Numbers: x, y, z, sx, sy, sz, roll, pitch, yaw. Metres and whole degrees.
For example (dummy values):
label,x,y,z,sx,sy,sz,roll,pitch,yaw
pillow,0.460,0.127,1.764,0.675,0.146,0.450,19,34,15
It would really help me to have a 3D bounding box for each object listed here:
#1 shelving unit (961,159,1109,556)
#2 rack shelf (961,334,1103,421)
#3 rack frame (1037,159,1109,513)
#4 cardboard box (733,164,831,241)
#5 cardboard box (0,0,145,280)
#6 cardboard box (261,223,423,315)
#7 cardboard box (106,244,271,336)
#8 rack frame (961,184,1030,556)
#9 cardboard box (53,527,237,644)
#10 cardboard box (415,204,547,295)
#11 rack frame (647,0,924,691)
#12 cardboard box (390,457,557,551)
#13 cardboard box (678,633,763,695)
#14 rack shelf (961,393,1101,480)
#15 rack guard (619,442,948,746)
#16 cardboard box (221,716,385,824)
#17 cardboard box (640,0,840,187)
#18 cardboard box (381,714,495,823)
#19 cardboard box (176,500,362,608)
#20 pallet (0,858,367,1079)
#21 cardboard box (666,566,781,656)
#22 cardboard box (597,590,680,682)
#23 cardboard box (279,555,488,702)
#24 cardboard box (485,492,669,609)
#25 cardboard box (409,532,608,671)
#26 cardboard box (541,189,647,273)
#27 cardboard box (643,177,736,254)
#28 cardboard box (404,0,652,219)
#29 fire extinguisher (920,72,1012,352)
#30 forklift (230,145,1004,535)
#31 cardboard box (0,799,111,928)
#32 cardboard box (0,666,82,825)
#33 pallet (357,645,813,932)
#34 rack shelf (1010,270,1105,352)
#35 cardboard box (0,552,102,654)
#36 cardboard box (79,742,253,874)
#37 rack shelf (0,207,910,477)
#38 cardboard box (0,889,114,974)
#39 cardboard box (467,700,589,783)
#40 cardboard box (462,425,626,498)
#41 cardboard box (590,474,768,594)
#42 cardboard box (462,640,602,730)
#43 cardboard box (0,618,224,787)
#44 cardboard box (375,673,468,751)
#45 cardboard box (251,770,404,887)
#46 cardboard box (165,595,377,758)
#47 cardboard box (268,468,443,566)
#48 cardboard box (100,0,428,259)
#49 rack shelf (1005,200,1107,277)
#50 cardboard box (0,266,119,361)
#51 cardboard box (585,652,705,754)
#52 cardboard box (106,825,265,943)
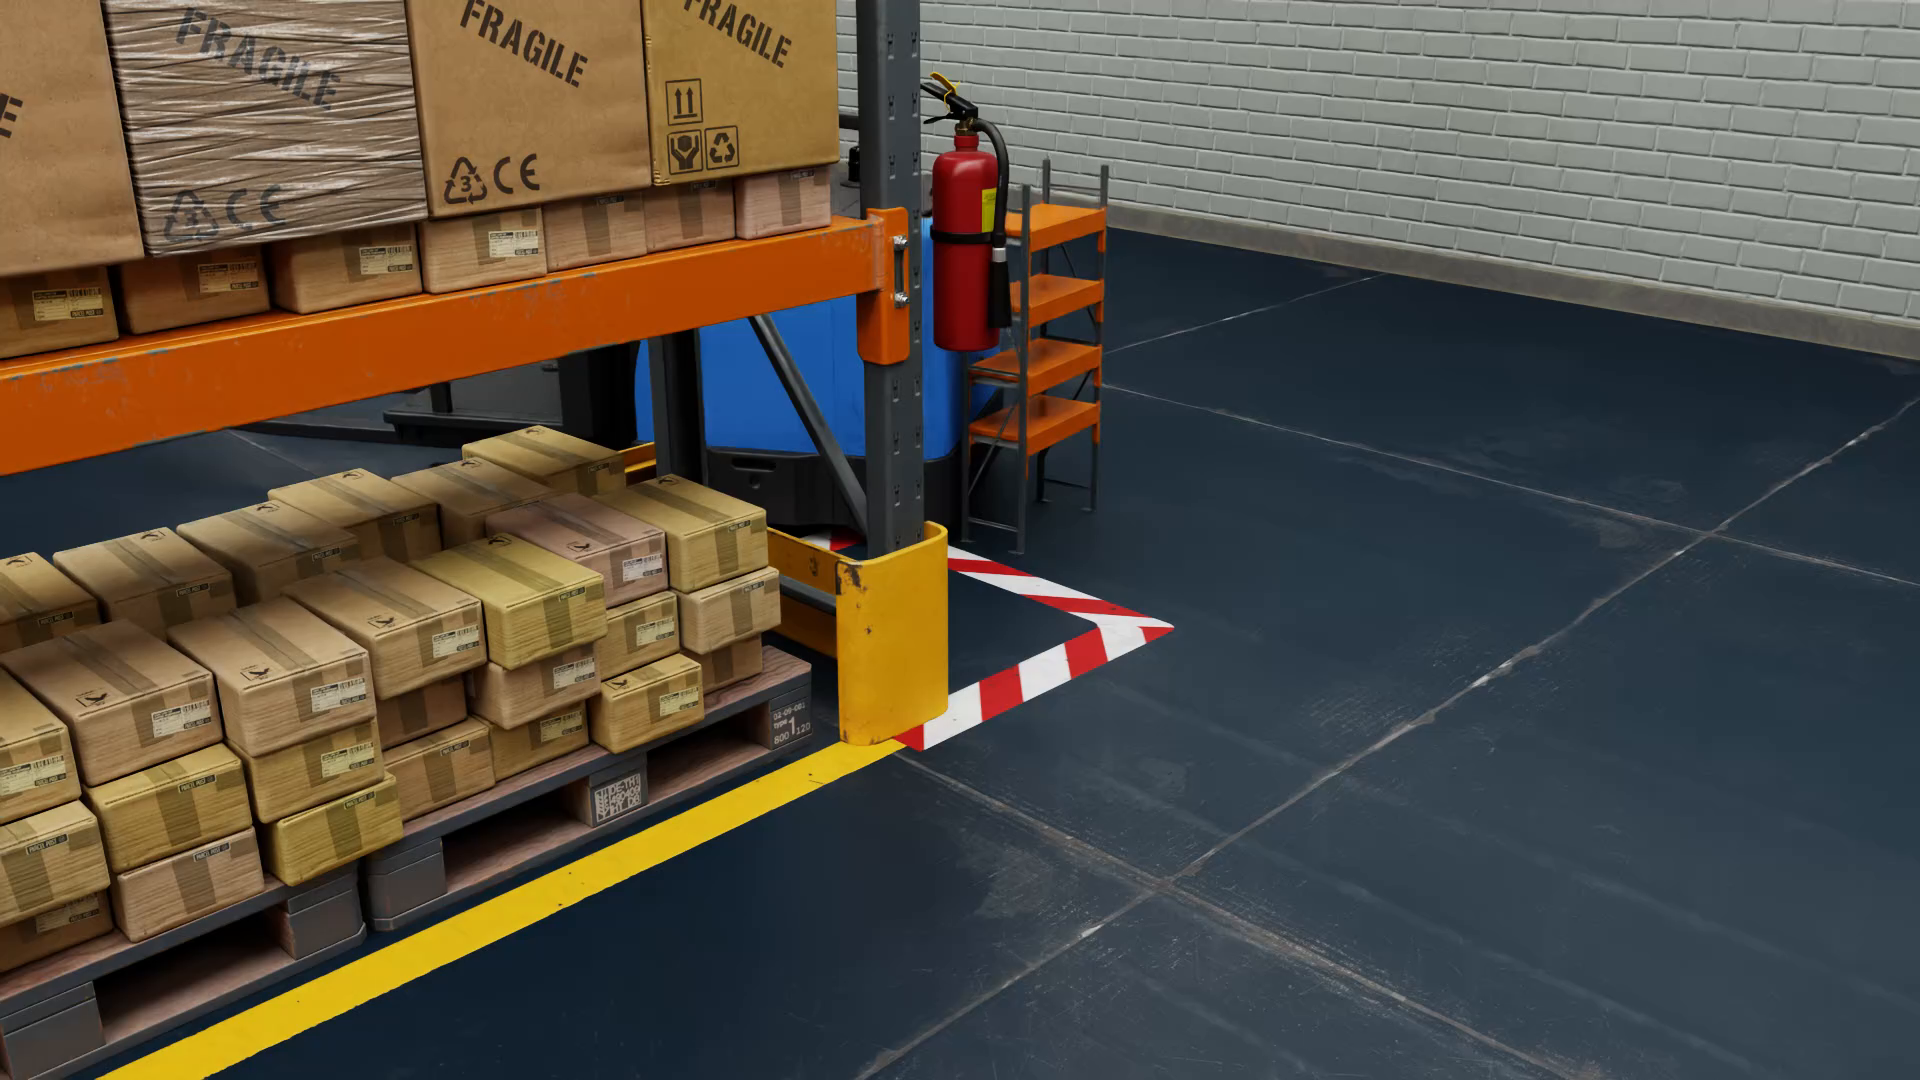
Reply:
label,x,y,z,sx,sy,sz,roll,pitch,yaw
shelving unit,0.244,-0.606,5.479,0.258,1.200,0.503,13,25,31
rack shelf,0.244,-0.543,5.503,0.258,0.148,0.480,13,25,31
rack frame,0.378,-0.679,5.668,0.240,1.200,0.015,13,25,31
cardboard box,-0.515,-0.806,3.841,0.380,0.149,0.250,19,28,41
cardboard box,-1.684,-0.694,2.645,0.500,0.500,0.500,-18,28,-39
cardboard box,-1.246,-0.551,3.178,0.380,0.149,0.250,18,27,38
cardboard box,-1.477,-0.497,3.037,0.380,0.149,0.250,18,27,38
rack frame,0.109,-0.533,5.289,0.240,1.200,0.015,13,25,31
cardboard box,-1.787,0.116,3.651,0.250,0.149,0.380,-19,28,-40
cardboard box,-1.041,-0.612,3.335,0.250,0.149,0.380,-19,28,-41
rack frame,-0.490,-1.078,4.198,1.000,3.000,0.127,19,28,41
cardboard box,-1.205,-0.070,4.135,0.250,0.149,0.380,-20,28,-41
cardboard box,-0.708,0.244,4.146,0.250,0.149,0.380,-20,28,-41
rack shelf,0.244,-0.358,5.574,0.258,0.148,0.480,13,25,31
rack guard,-0.543,0.109,4.595,1.175,0.500,0.348,19,28,41
cardboard box,-1.367,0.396,3.338,0.250,0.149,0.380,-20,28,-41
cardboard box,-0.619,-1.083,3.658,0.500,0.500,0.500,-19,28,-41
cardboard box,-1.224,0.449,3.614,0.380,0.149,0.250,20,28,41
cardboard box,-1.586,0.047,3.830,0.380,0.149,0.250,18,27,38
pallet,-1.986,0.755,3.315,1.003,0.211,1.213,19,28,41
cardboard box,-0.654,0.125,4.042,0.380,0.149,0.250,18,28,39
cardboard box,-0.875,0.179,3.902,0.380,0.149,0.250,18,28,39
cardboard box,-1.210,0.178,3.490,0.380,0.149,0.250,18,27,39
cardboard box,-0.894,0.029,3.877,0.250,0.149,0.380,-20,28,-41
cardboard box,-0.984,0.127,3.621,0.380,0.149,0.250,18,28,39
cardboard box,-0.880,-0.683,3.521,0.380,0.149,0.250,19,28,40
cardboard box,-0.715,-0.751,3.699,0.380,0.149,0.250,19,28,41
cardboard box,-0.982,-0.952,3.317,0.500,0.500,0.500,19,28,40
fire extinguisher,0.016,-0.817,4.146,0.296,0.674,0.183,19,28,41
forklift,-1.409,-1.624,5.714,3.031,2.935,1.130,5,22,12
cardboard box,-1.731,0.535,2.977,0.380,0.149,0.250,20,28,41
cardboard box,-1.783,0.375,2.976,0.380,0.149,0.250,19,28,41
pallet,-1.135,0.443,4.127,1.003,0.211,1.213,19,28,41
rack shelf,0.244,-0.752,5.422,0.258,0.148,0.480,13,25,31
cardboard box,-2.003,0.172,3.505,0.250,0.149,0.380,-20,28,-41
cardboard box,-1.559,0.457,3.179,0.250,0.149,0.380,-18,28,-39
rack shelf,-1.885,-0.228,2.989,1.077,0.370,4.000,19,28,41
cardboard box,-1.792,0.642,3.113,0.250,0.149,0.380,-19,28,-41
cardboard box,-1.061,0.382,3.787,0.380,0.149,0.250,19,28,40
cardboard box,-1.099,-0.171,4.398,0.380,0.149,0.250,18,27,38
cardboard box,-0.678,-0.021,4.008,0.380,0.149,0.250,20,28,41
cardboard box,-1.015,0.259,3.693,0.380,0.149,0.250,18,27,39
cardboard box,-1.621,0.301,3.170,0.380,0.149,0.250,18,27,39
cardboard box,-1.276,0.303,3.580,0.380,0.149,0.250,19,28,40
cardboard box,-1.357,0.530,3.402,0.380,0.149,0.250,18,27,38
cardboard box,-1.357,0.261,3.274,0.250,0.149,0.380,-19,28,-40
cardboard box,-1.473,-0.037,4.050,0.380,0.149,0.250,19,28,40
cardboard box,-1.329,-0.820,2.972,0.500,0.500,0.500,19,28,41
rack shelf,0.244,-0.973,5.338,0.258,0.148,0.480,13,25,31
cardboard box,-1.650,-0.425,2.848,0.250,0.149,0.380,-20,28,-41
cardboard box,-0.815,0.336,3.908,0.250,0.149,0.380,-19,28,-40
cardboard box,-1.562,0.595,3.233,0.250,0.149,0.380,-20,28,-41
